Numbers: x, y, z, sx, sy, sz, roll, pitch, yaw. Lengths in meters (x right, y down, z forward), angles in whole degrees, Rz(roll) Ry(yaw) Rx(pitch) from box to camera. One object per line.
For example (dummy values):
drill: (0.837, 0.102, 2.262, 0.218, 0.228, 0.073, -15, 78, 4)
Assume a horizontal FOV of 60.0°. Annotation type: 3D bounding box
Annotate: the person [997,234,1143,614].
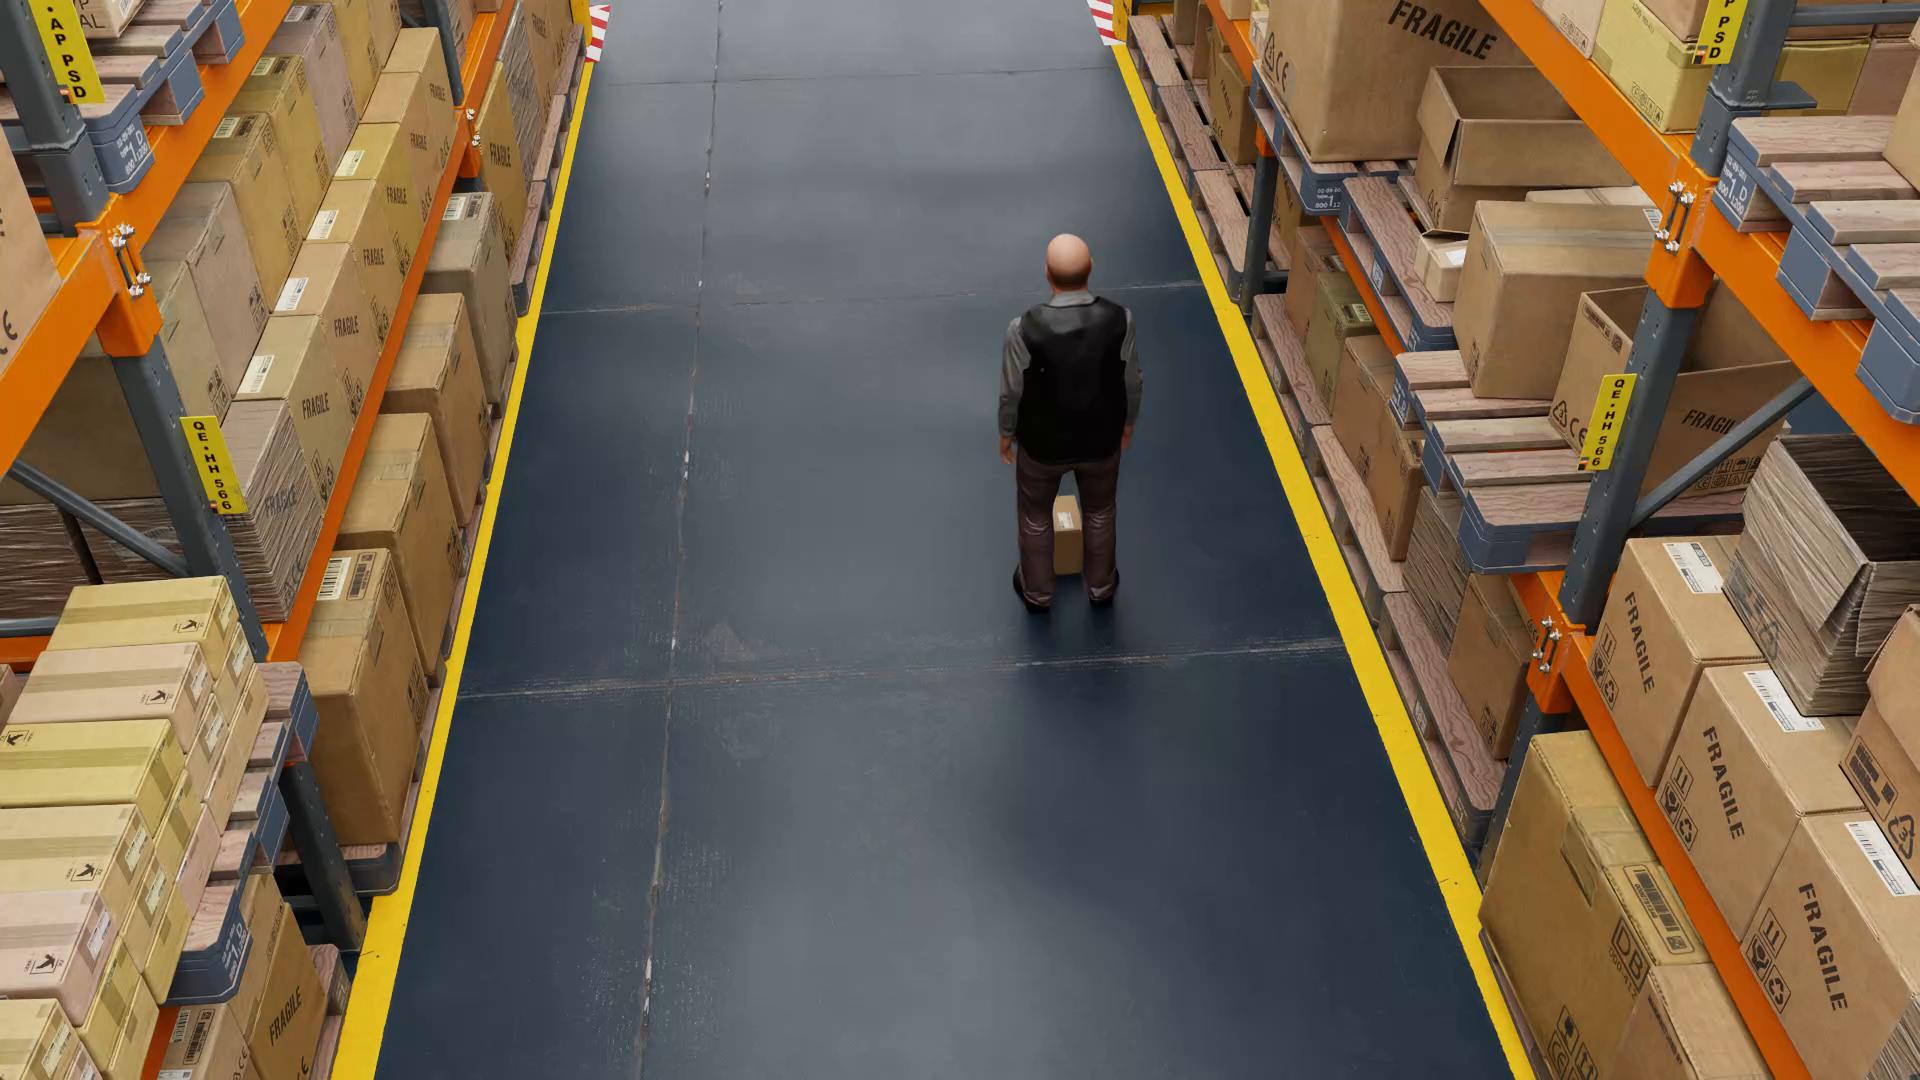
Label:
person: (0.434, -0.411, 6.685, 0.577, 1.719, 0.420, -5, 39, -6)
